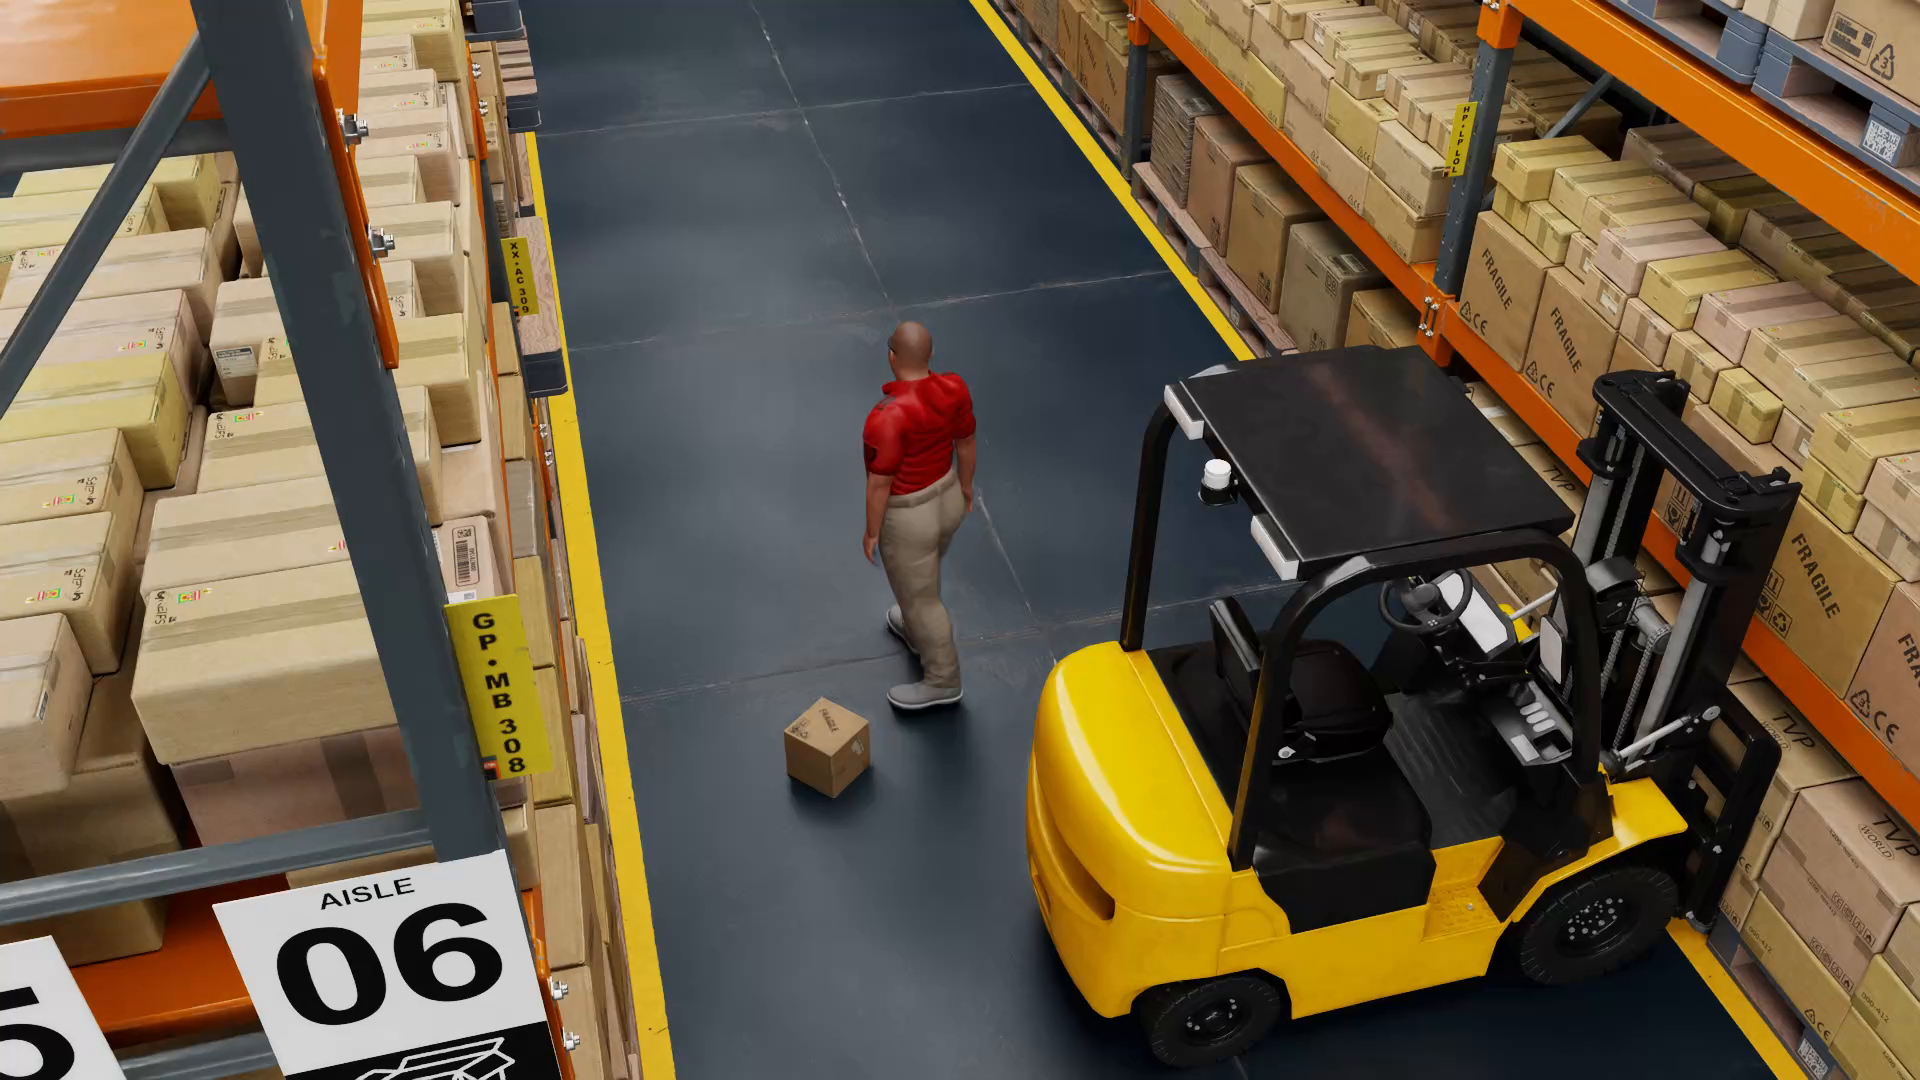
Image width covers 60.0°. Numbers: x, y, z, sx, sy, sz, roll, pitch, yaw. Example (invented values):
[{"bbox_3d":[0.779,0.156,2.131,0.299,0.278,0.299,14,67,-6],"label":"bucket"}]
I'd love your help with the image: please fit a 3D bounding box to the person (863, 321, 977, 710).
[{"bbox_3d":[-0.182,-0.125,6.886,0.633,1.715,0.604,27,45,30],"label":"person"}]
